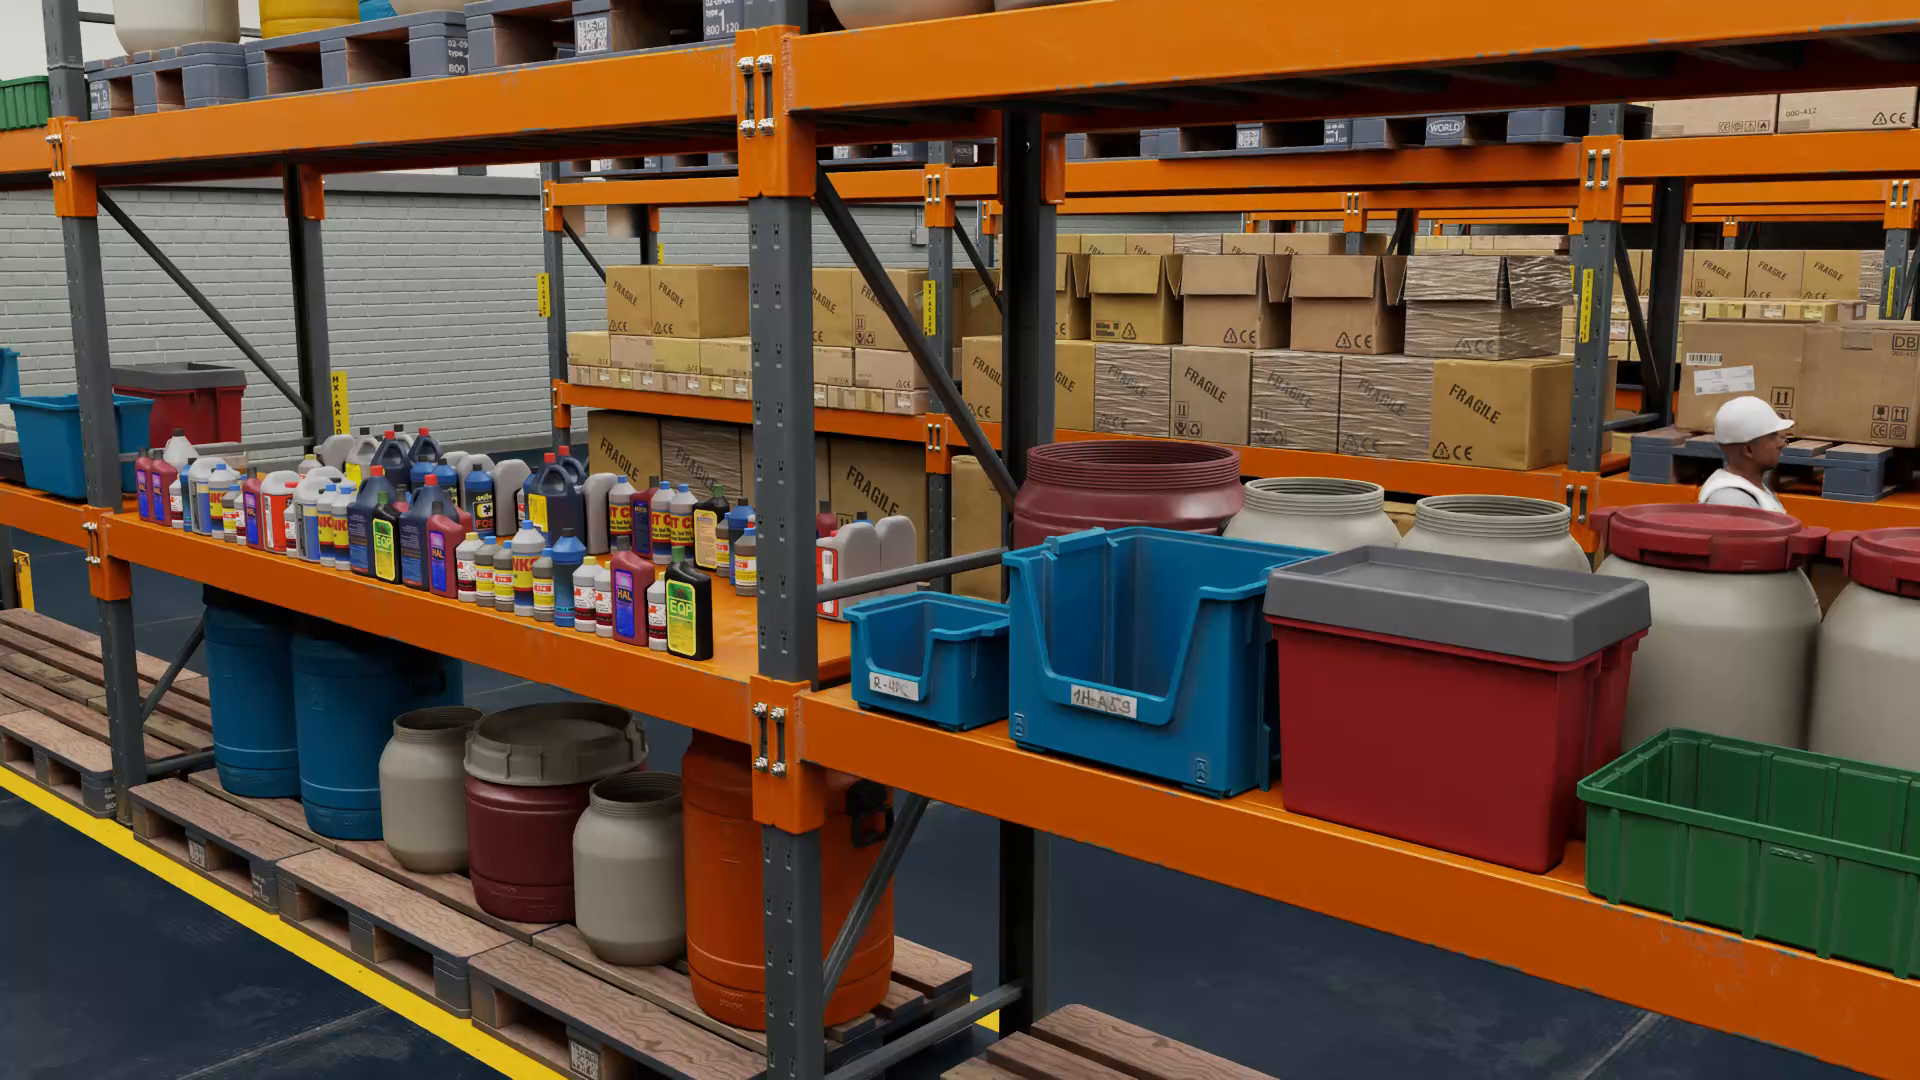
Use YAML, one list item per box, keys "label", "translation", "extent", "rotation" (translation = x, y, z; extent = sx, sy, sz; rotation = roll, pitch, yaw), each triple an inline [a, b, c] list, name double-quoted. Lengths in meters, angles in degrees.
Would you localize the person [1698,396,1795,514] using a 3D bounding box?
- label: "person"
  translation: [2.940, 0.386, 6.212]
  extent: [0.492, 1.842, 0.550]
  rotation: [6, 12, 30]
